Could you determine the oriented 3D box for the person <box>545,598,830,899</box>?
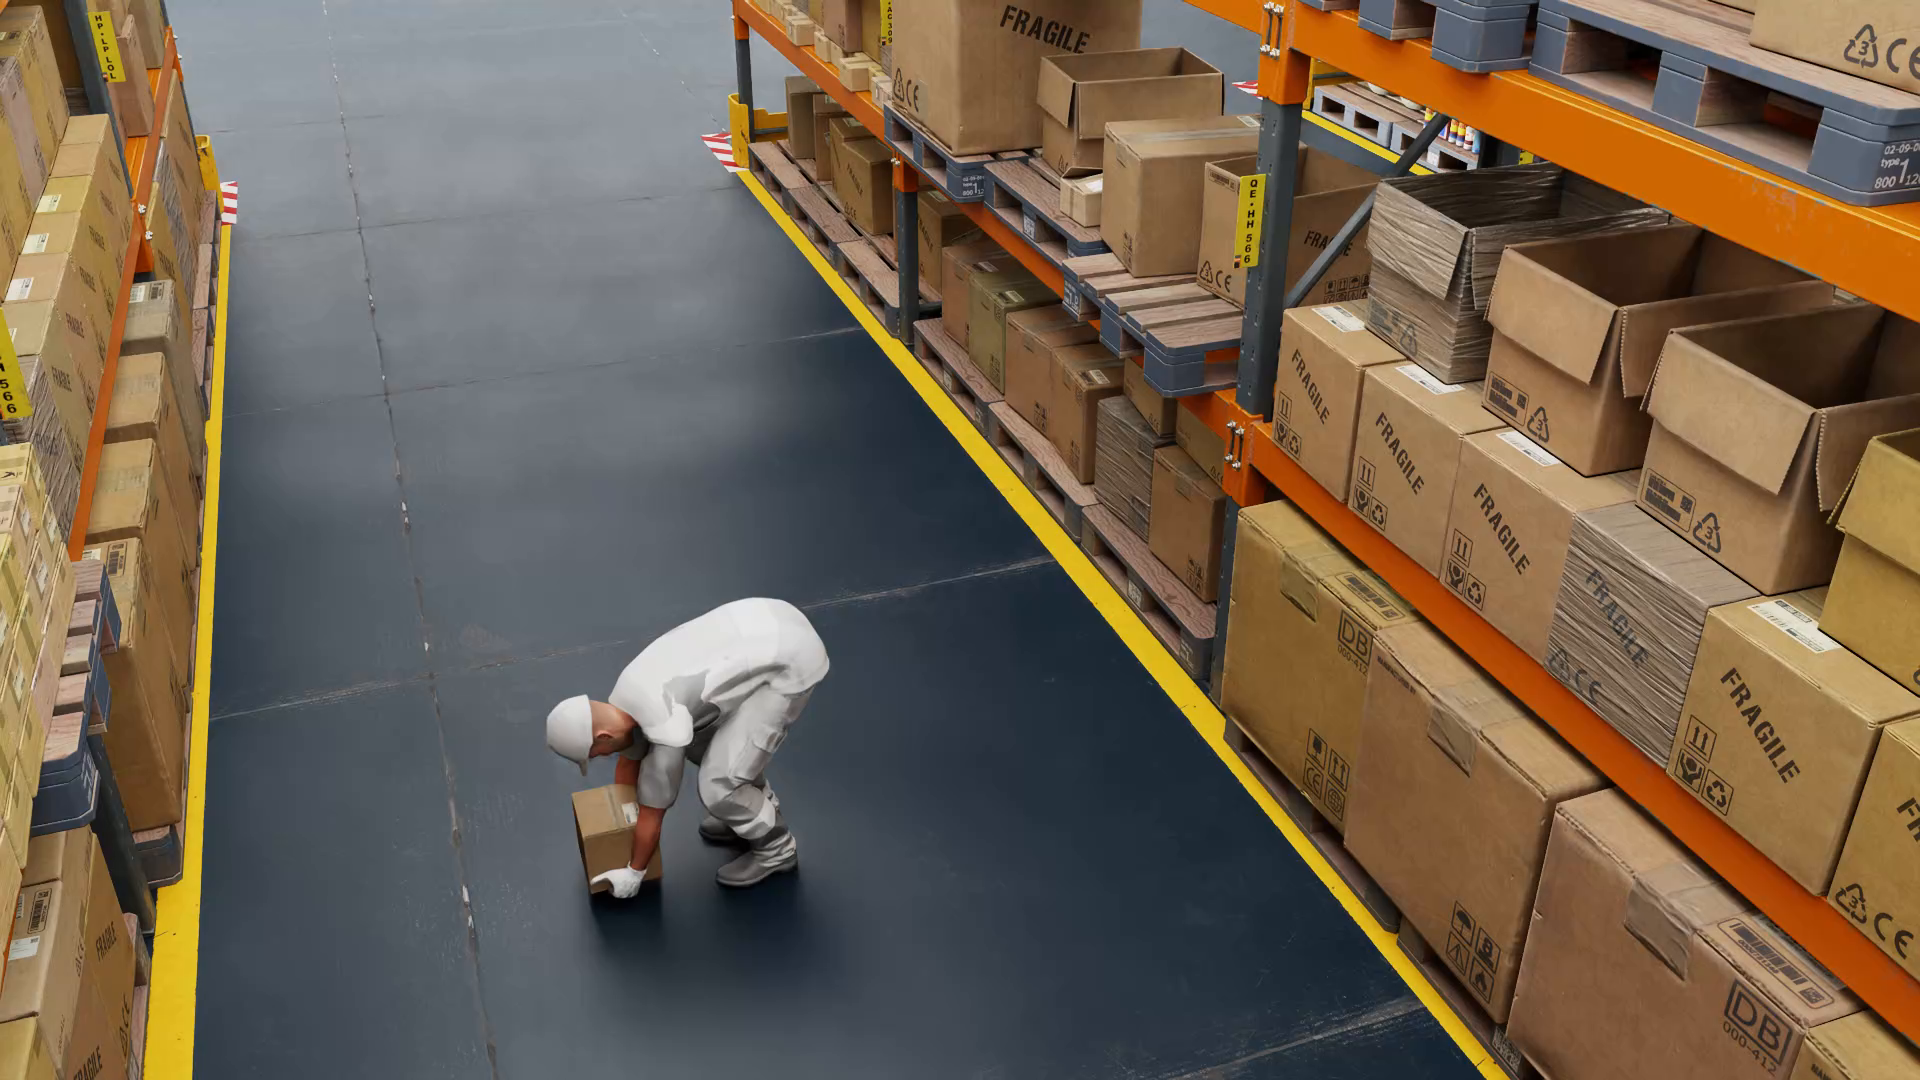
[{"bbox_3d":[-0.906,0.715,5.653,0.949,0.983,0.531,-12,32,-20],"label":"person"}]
